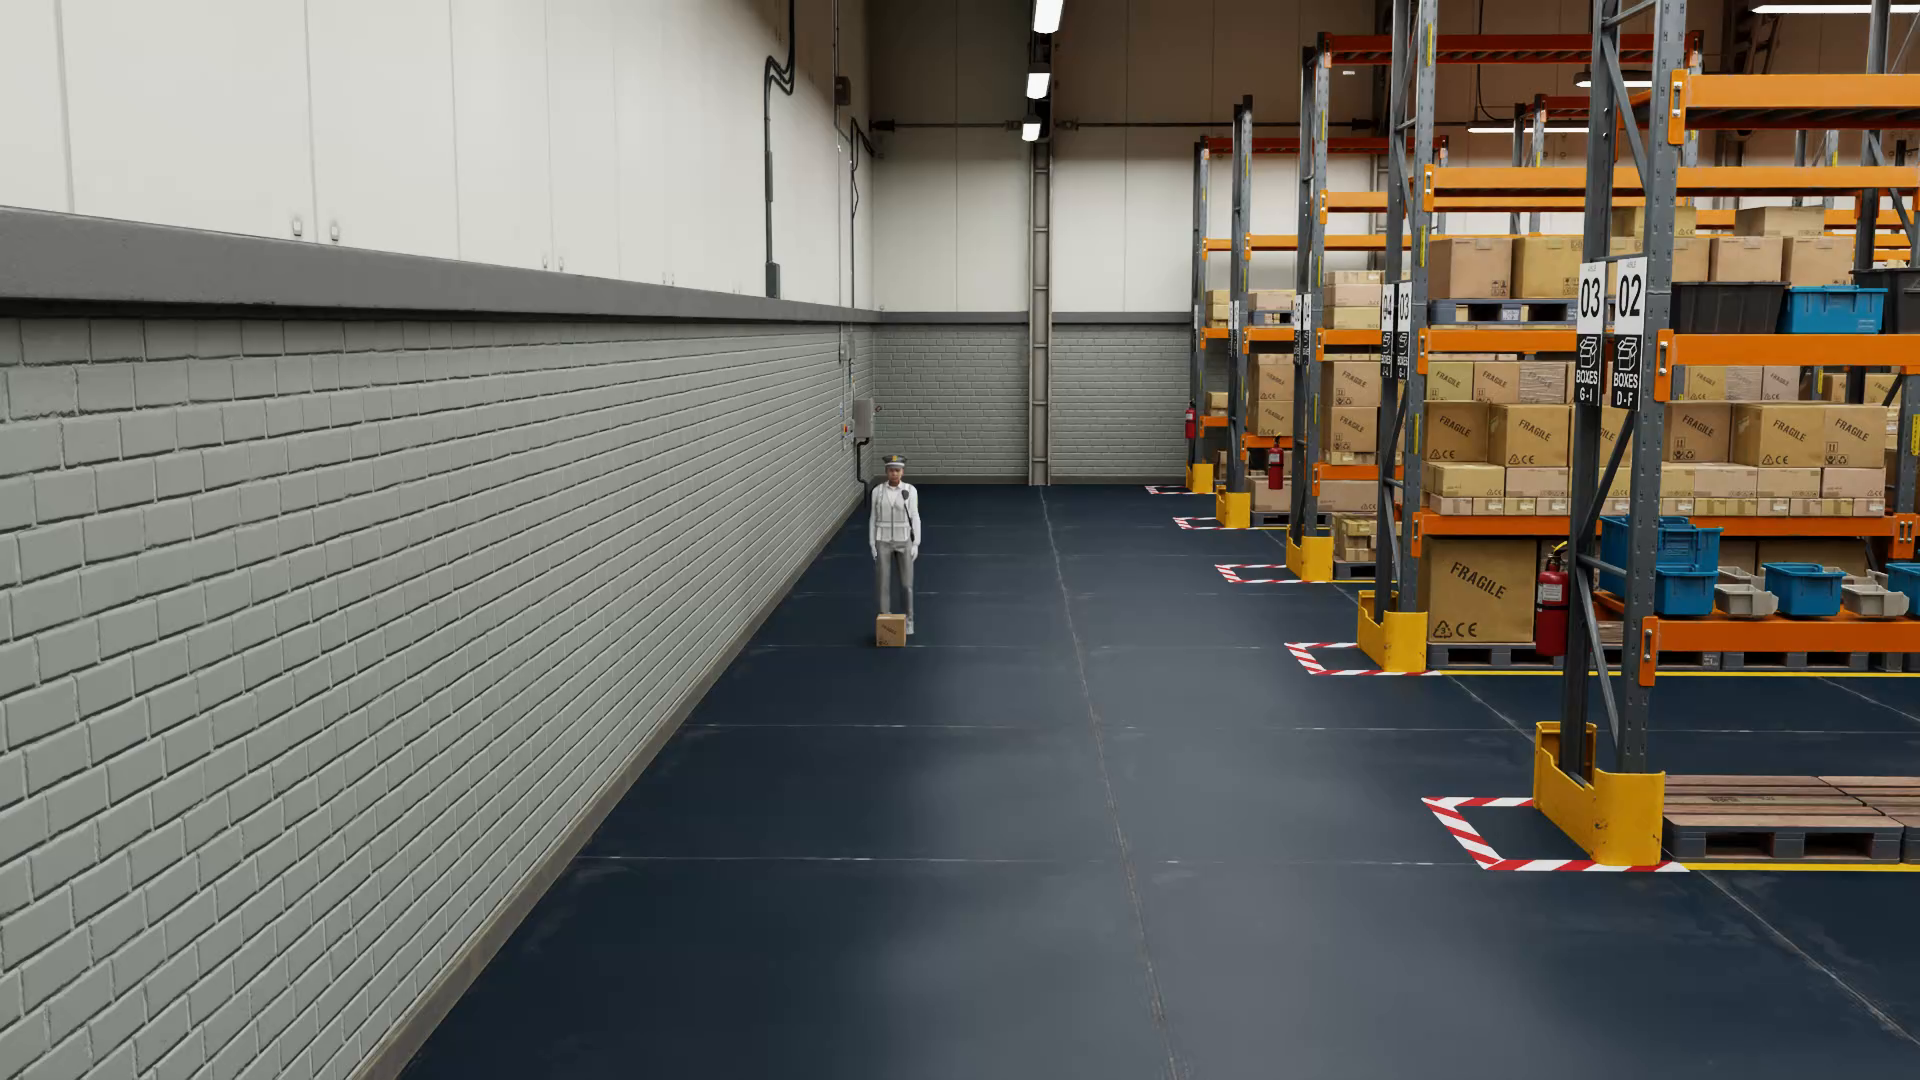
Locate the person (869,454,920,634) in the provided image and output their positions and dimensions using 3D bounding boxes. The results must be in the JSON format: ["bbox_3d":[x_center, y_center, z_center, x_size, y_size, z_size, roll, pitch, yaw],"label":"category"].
[{"bbox_3d":[-0.603,0.072,15.359,0.471,1.739,0.376,0,7,2],"label":"person"}]
